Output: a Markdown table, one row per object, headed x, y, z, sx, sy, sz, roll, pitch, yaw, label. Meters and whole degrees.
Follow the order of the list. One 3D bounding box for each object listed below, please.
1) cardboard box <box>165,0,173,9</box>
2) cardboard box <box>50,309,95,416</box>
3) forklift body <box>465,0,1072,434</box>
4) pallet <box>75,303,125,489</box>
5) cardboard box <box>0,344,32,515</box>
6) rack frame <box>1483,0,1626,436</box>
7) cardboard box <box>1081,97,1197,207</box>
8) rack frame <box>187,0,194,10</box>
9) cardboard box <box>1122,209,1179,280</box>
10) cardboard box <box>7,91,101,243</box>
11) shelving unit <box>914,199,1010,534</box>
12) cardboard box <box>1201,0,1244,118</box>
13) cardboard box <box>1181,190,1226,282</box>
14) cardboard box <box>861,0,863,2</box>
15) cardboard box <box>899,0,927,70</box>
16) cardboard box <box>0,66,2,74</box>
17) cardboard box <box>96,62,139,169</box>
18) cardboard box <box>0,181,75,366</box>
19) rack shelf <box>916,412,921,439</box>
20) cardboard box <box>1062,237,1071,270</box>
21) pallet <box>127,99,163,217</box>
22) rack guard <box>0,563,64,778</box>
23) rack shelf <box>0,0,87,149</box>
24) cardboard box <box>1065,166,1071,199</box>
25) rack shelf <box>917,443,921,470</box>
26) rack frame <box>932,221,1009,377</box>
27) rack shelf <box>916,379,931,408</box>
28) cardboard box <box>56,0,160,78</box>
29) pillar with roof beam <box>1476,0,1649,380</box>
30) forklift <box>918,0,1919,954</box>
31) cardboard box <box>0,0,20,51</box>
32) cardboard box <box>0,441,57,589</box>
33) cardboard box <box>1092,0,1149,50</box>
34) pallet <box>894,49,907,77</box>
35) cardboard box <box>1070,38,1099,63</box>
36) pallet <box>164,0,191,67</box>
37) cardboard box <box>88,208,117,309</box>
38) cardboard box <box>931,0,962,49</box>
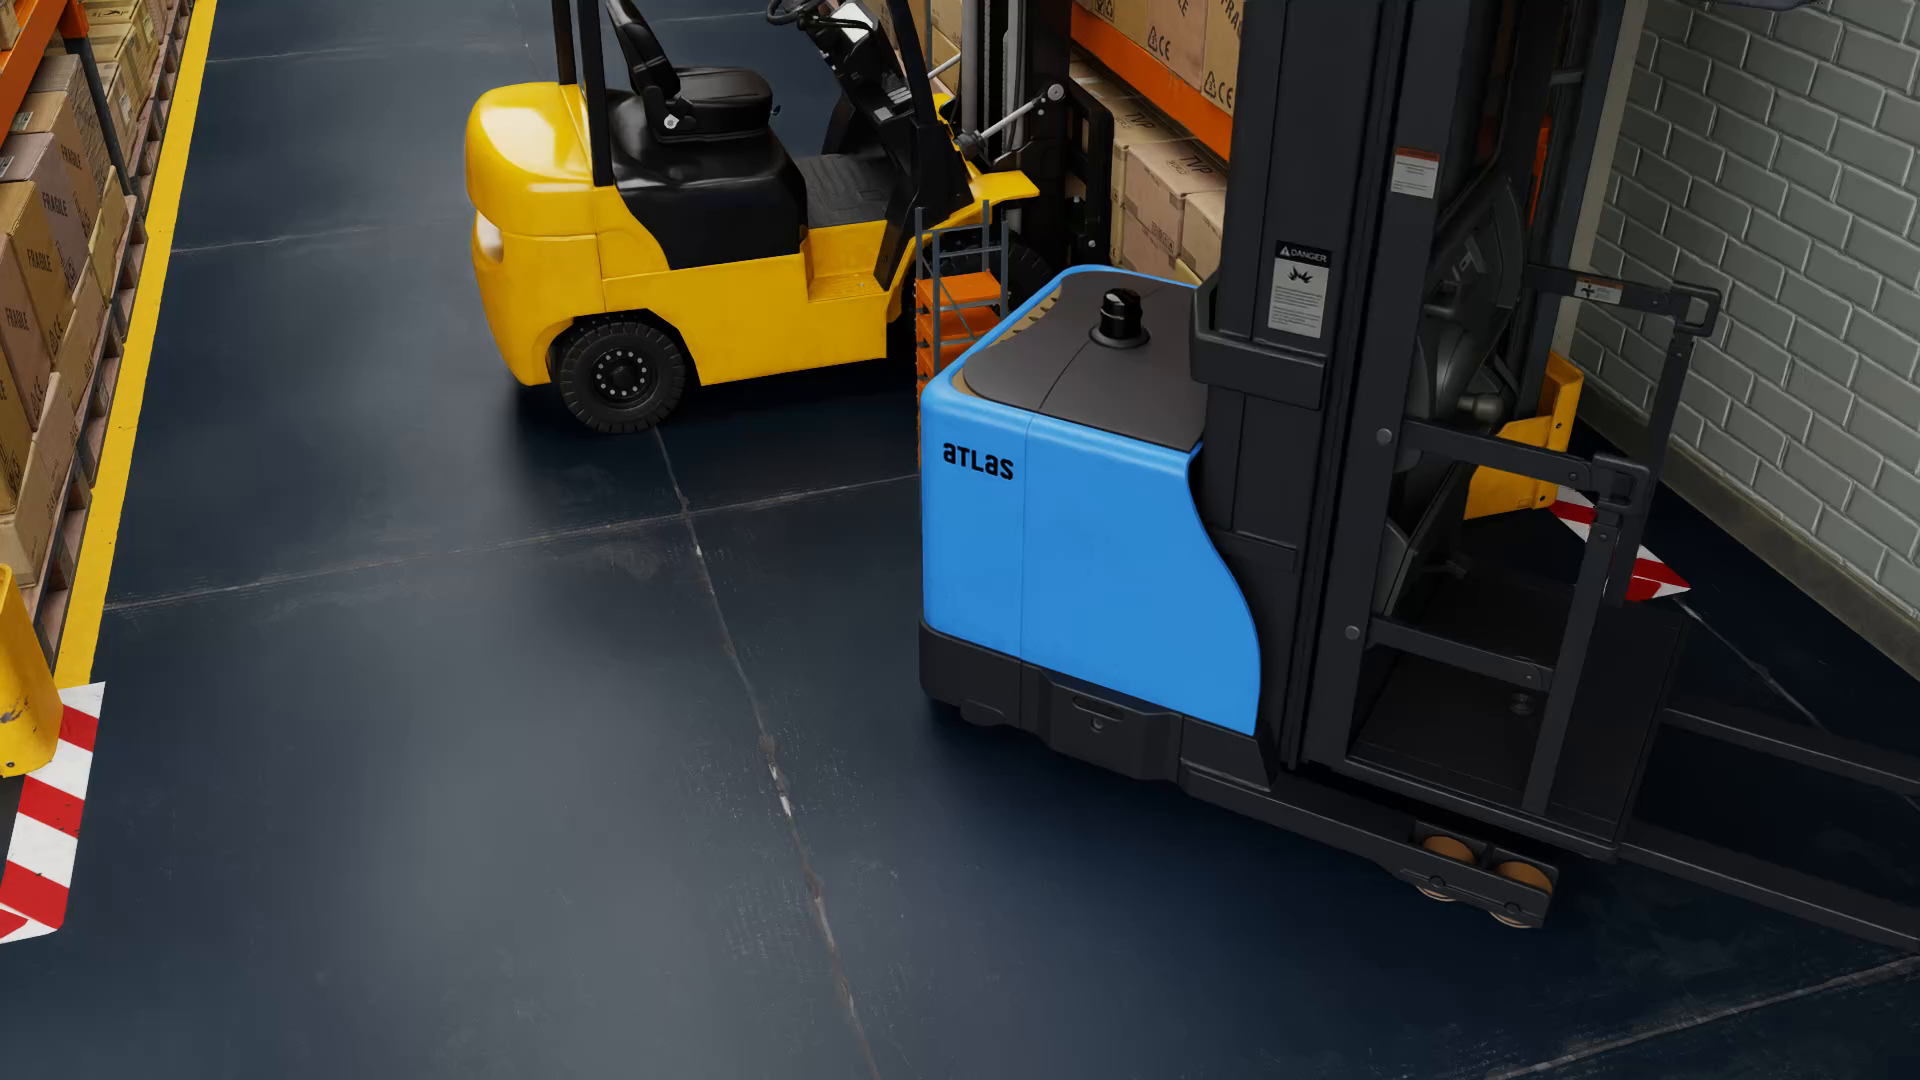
| x | y | z | sx | sy | sz | roll | pitch | yaw | label |
| --- | --- | --- | --- | --- | --- | --- | --- | --- | --- |
| -5.464 | -3.530 | 10.374 | 0.950 | 0.372 | 0.625 | -12 | 35 | -18 | cardboard box |
| -3.496 | -0.601 | 6.052 | 0.500 | 0.250 | 0.500 | -8 | 34 | -12 | cardboard box |
| -0.776 | -1.721 | 6.403 | 2.313 | 2.155 | 1.214 | -10 | 35 | -15 | forklift body |
| -3.792 | -0.498 | 6.312 | 1.003 | 0.211 | 1.213 | -10 | 35 | -15 | pallet |
| -3.177 | -0.373 | 5.026 | 0.500 | 0.500 | 0.500 | -11 | 35 | -16 | cardboard box |
| 1.539 | -1.386 | 5.127 | 1.000 | 3.000 | 0.127 | -10 | 35 | -15 | rack frame |
| 0.777 | -1.551 | 6.582 | 0.500 | 0.250 | 0.500 | -10 | 35 | -14 | cardboard box |
| -5.627 | -4.750 | 10.217 | 1.000 | 3.000 | 0.127 | -10 | 35 | -15 | rack frame |
| 0.950 | -1.091 | 6.340 | 0.500 | 0.250 | 0.500 | -10 | 35 | -15 | cardboard box |
| -3.814 | -1.458 | 6.669 | 0.500 | 0.500 | 0.500 | -9 | 35 | -14 | cardboard box |
| 0.004 | -0.493 | 5.408 | 0.258 | 1.200 | 0.189 | -10 | 35 | -15 | shelving unit |
| 1.139 | -1.642 | 5.423 | 0.500 | 0.500 | 0.500 | -11 | 35 | -16 | cardboard box |
| 1.102 | -1.021 | 5.780 | 0.500 | 0.250 | 0.500 | -9 | 34 | -13 | cardboard box |
| -0.311 | -3.746 | 10.471 | 0.875 | 0.625 | 0.625 | -11 | 35 | -17 | cardboard box |
| 0.149 | -2.943 | 9.256 | 0.875 | 0.625 | 0.625 | -8 | 34 | -13 | cardboard box |
| -3.543 | -1.626 | 5.718 | 0.380 | 0.149 | 0.250 | -10 | 35 | -14 | cardboard box |
| -4.569 | -2.003 | 8.063 | 0.950 | 0.372 | 0.625 | -10 | 35 | -14 | cardboard box |
| -3.486 | -0.911 | 5.841 | 0.500 | 0.500 | 0.500 | -9 | 35 | -14 | cardboard box |
| 0.004 | -0.356 | 5.498 | 0.258 | 0.103 | 0.180 | -10 | 35 | -15 | rack shelf |
| 0.629 | -1.403 | 7.266 | 0.500 | 0.250 | 0.500 | -9 | 34 | -13 | cardboard box |
| -4.646 | -1.895 | 8.426 | 1.003 | 0.211 | 1.213 | -10 | 35 | -15 | pallet |
| -3.210 | 0.454 | 4.610 | 1.175 | 0.500 | 0.348 | -10 | 35 | -15 | rack guard |
| -3.797 | -1.299 | 5.648 | 1.077 | 0.370 | 4.000 | -10 | 35 | -15 | rack shelf |
| 0.624 | -1.622 | 7.143 | 0.500 | 0.250 | 0.500 | -10 | 35 | -15 | cardboard box |
| 0.004 | -0.256 | 5.565 | 0.258 | 0.103 | 0.180 | -10 | 35 | -15 | rack shelf |
| 0.032 | -0.445 | 5.335 | 0.240 | 1.200 | 0.006 | -10 | 35 | -15 | rack frame |
| 0.004 | -0.456 | 5.432 | 0.258 | 0.103 | 0.180 | -10 | 35 | -15 | rack shelf |
| -5.005 | -2.745 | 9.186 | 0.950 | 0.372 | 0.625 | -9 | 34 | -13 | cardboard box |
| -1.915 | -3.682 | 3.160 | 9.100 | 9.000 | 0.400 | -10 | 35 | -15 | pillar with roof beam |
| 1.420 | -0.569 | 3.952 | 3.031 | 2.935 | 1.130 | 17 | 37 | 24 | forklift |
| -3.705 | -1.894 | 6.124 | 0.380 | 0.149 | 0.250 | -11 | 35 | -15 | cardboard box |
| -3.169 | -0.047 | 5.214 | 0.500 | 0.250 | 0.500 | -10 | 35 | -15 | cardboard box |
| 0.833 | -2.185 | 6.245 | 0.500 | 0.500 | 0.500 | -11 | 35 | -16 | cardboard box |
| 0.057 | -2.703 | 9.649 | 1.003 | 0.211 | 1.213 | -10 | 35 | -15 | pallet |
| 0.477 | -2.095 | 7.406 | 0.500 | 0.250 | 0.500 | -9 | 34 | -13 | cardboard box |
| -5.390 | -3.176 | 10.364 | 1.003 | 0.211 | 1.213 | -10 | 35 | -15 | pallet |
| -3.798 | -1.134 | 6.859 | 0.500 | 0.250 | 0.500 | -11 | 35 | -16 | cardboard box |
| 0.168 | -2.625 | 8.207 | 0.500 | 0.250 | 0.500 | -11 | 35 | -15 | cardboard box |
